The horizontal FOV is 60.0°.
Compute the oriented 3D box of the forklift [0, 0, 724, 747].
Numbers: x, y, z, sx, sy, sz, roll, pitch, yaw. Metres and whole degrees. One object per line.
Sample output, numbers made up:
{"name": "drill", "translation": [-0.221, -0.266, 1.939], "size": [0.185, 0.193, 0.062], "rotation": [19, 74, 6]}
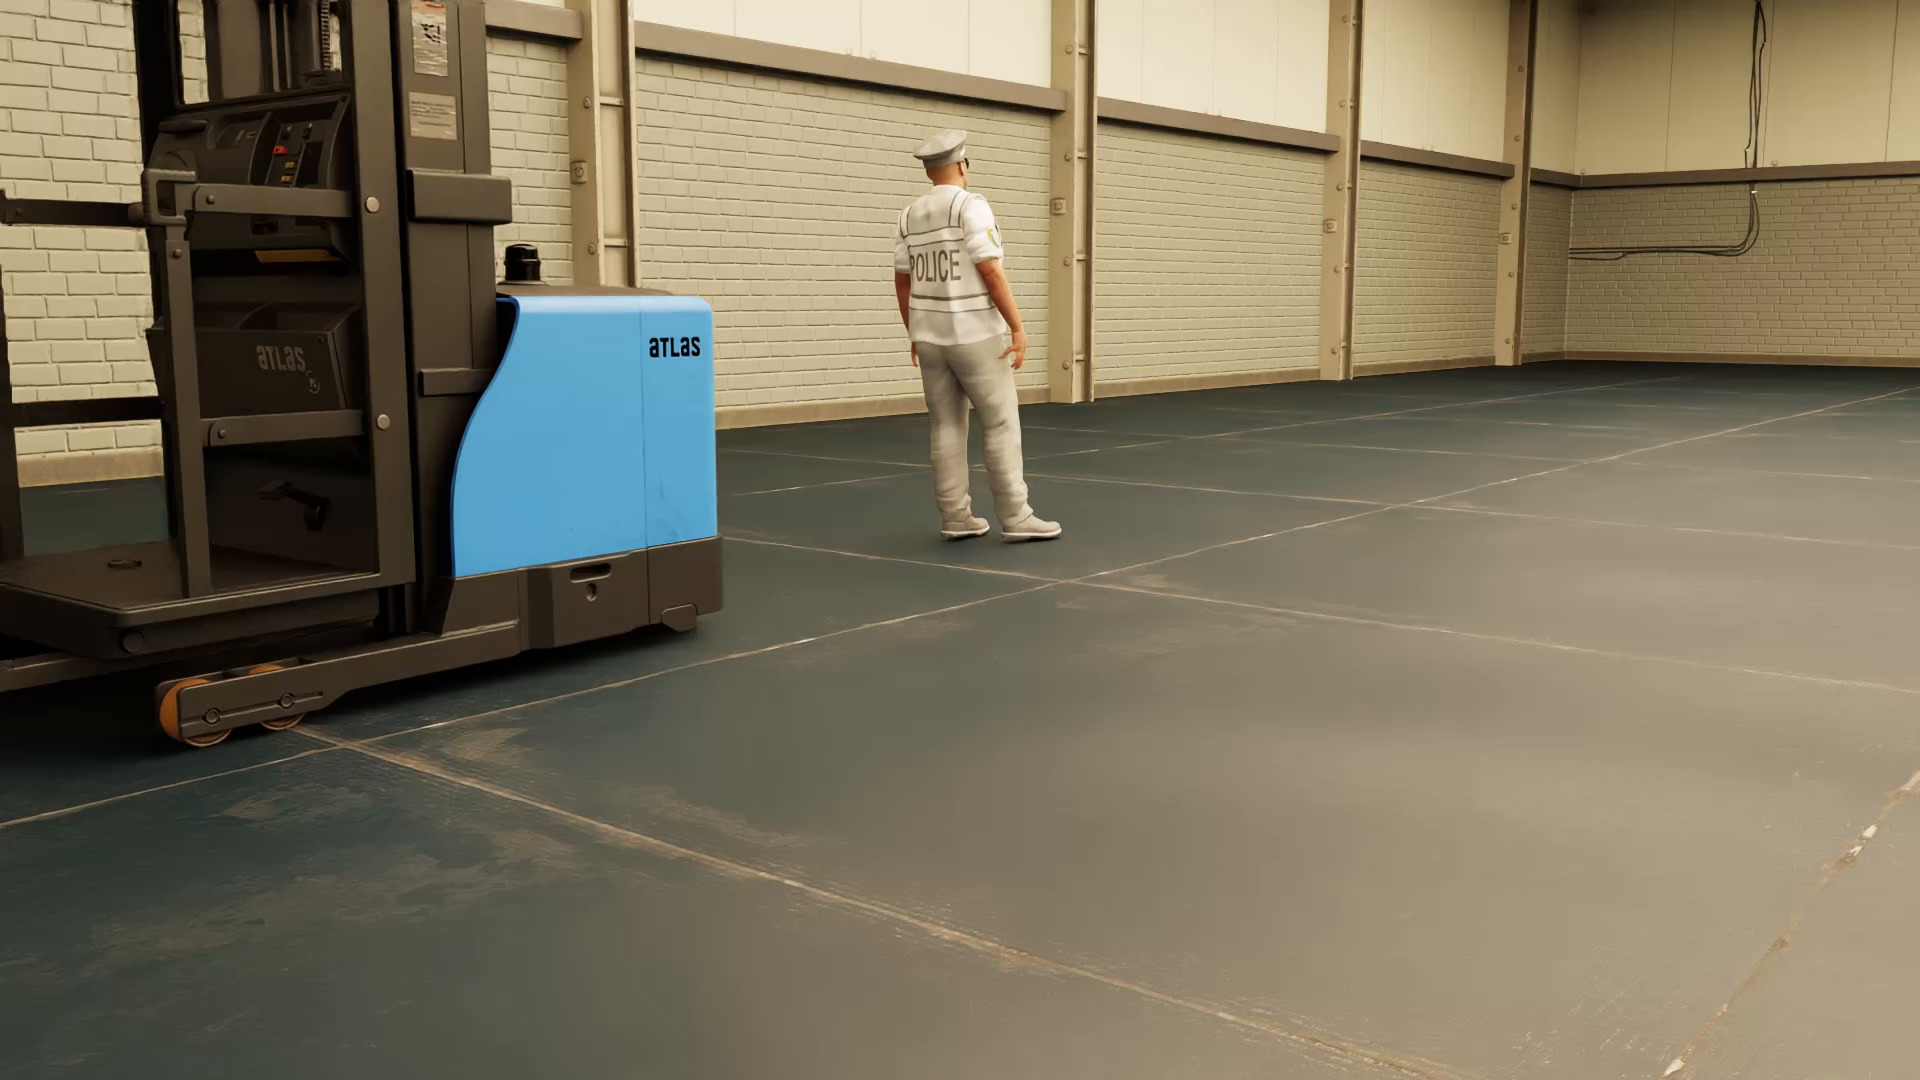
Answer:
{"name": "forklift", "translation": [-2.061, -1.032, 4.333], "size": [1.130, 2.935, 3.031], "rotation": [6, 10, 37]}

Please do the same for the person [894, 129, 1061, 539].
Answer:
{"name": "person", "translation": [0.058, -0.898, 7.328], "size": [0.641, 1.781, 0.574], "rotation": [7, 11, 38]}
